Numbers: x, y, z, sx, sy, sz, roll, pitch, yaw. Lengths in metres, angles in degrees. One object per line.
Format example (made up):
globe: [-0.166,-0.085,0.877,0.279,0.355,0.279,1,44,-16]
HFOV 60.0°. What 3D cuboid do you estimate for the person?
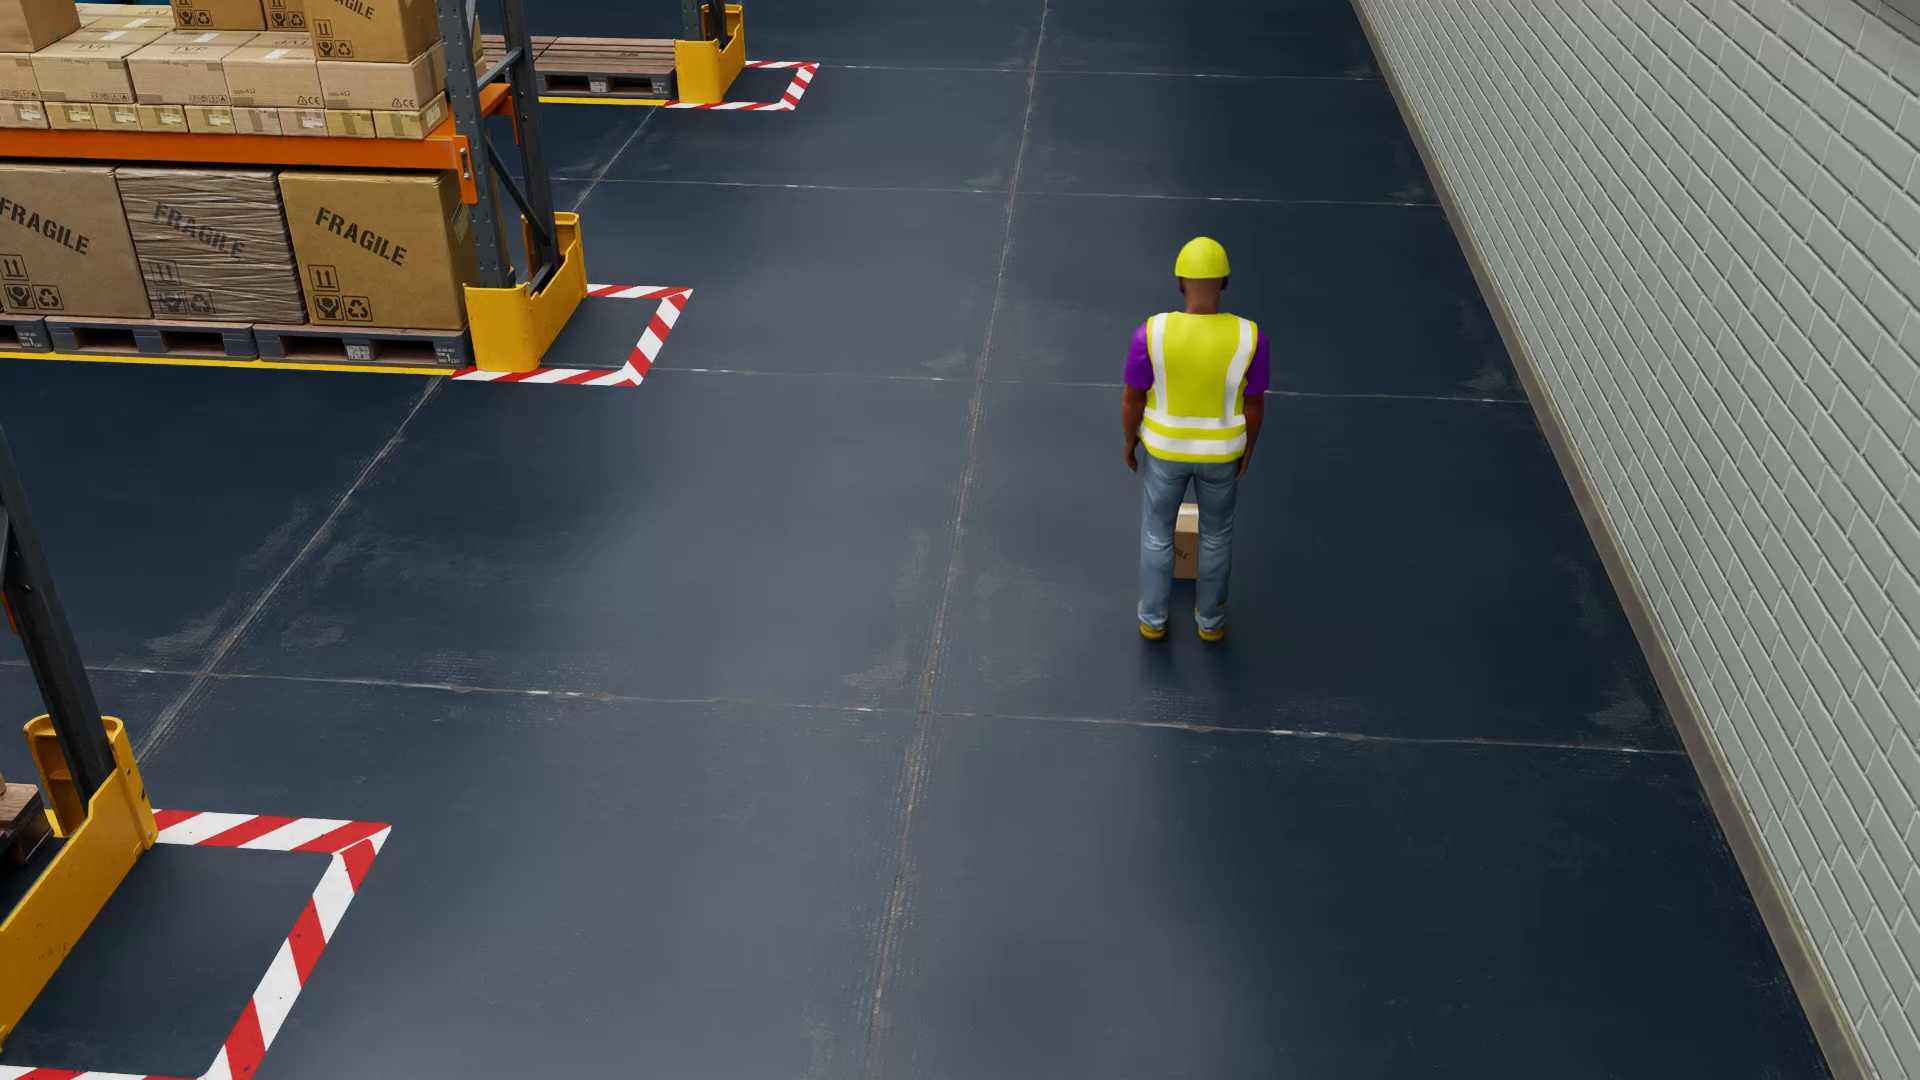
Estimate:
person: [0.930,-0.384,6.735,0.566,1.761,0.366,3,32,5]
